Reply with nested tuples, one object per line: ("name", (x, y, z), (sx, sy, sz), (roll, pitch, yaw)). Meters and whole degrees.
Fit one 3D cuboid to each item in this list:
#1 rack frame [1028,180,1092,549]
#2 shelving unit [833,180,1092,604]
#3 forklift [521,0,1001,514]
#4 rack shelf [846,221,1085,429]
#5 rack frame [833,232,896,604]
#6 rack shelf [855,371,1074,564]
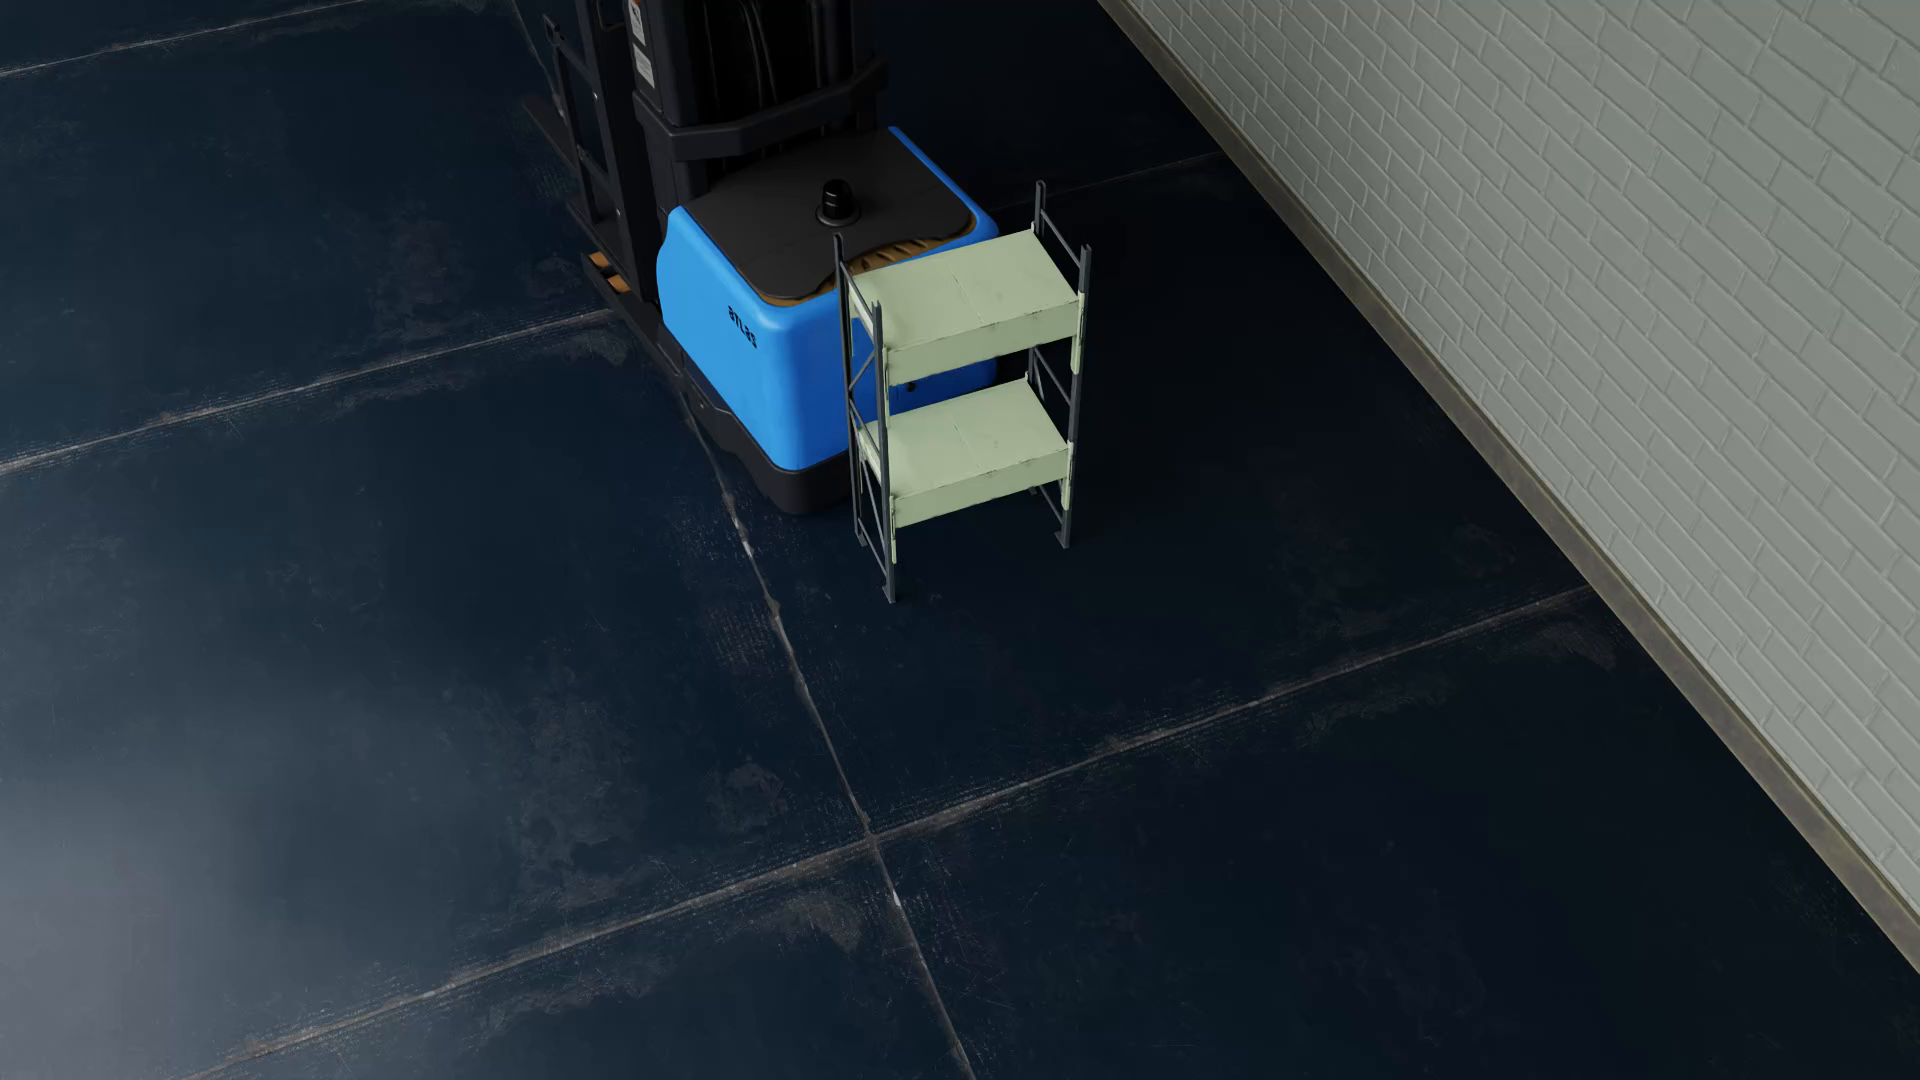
("rack frame", (0.345, -0.596, 6.114), (0.023, 1.500, 0.400), (-17, 52, -14))
("shelving unit", (0.006, -0.491, 6.023), (0.755, 1.500, 0.431), (-17, 52, -14))
("forklift", (-1.055, -2.159, 6.513), (1.130, 2.935, 3.031), (-26, 54, -21))
("rack shelf", (0.006, -0.745, 5.727), (0.720, 0.370, 0.431), (-17, 52, -14))
("rack frame", (-0.333, -0.386, 5.933), (0.023, 1.500, 0.400), (-17, 52, -14))
("rack shelf", (0.006, -0.278, 6.271), (0.720, 0.370, 0.431), (-17, 52, -14))
